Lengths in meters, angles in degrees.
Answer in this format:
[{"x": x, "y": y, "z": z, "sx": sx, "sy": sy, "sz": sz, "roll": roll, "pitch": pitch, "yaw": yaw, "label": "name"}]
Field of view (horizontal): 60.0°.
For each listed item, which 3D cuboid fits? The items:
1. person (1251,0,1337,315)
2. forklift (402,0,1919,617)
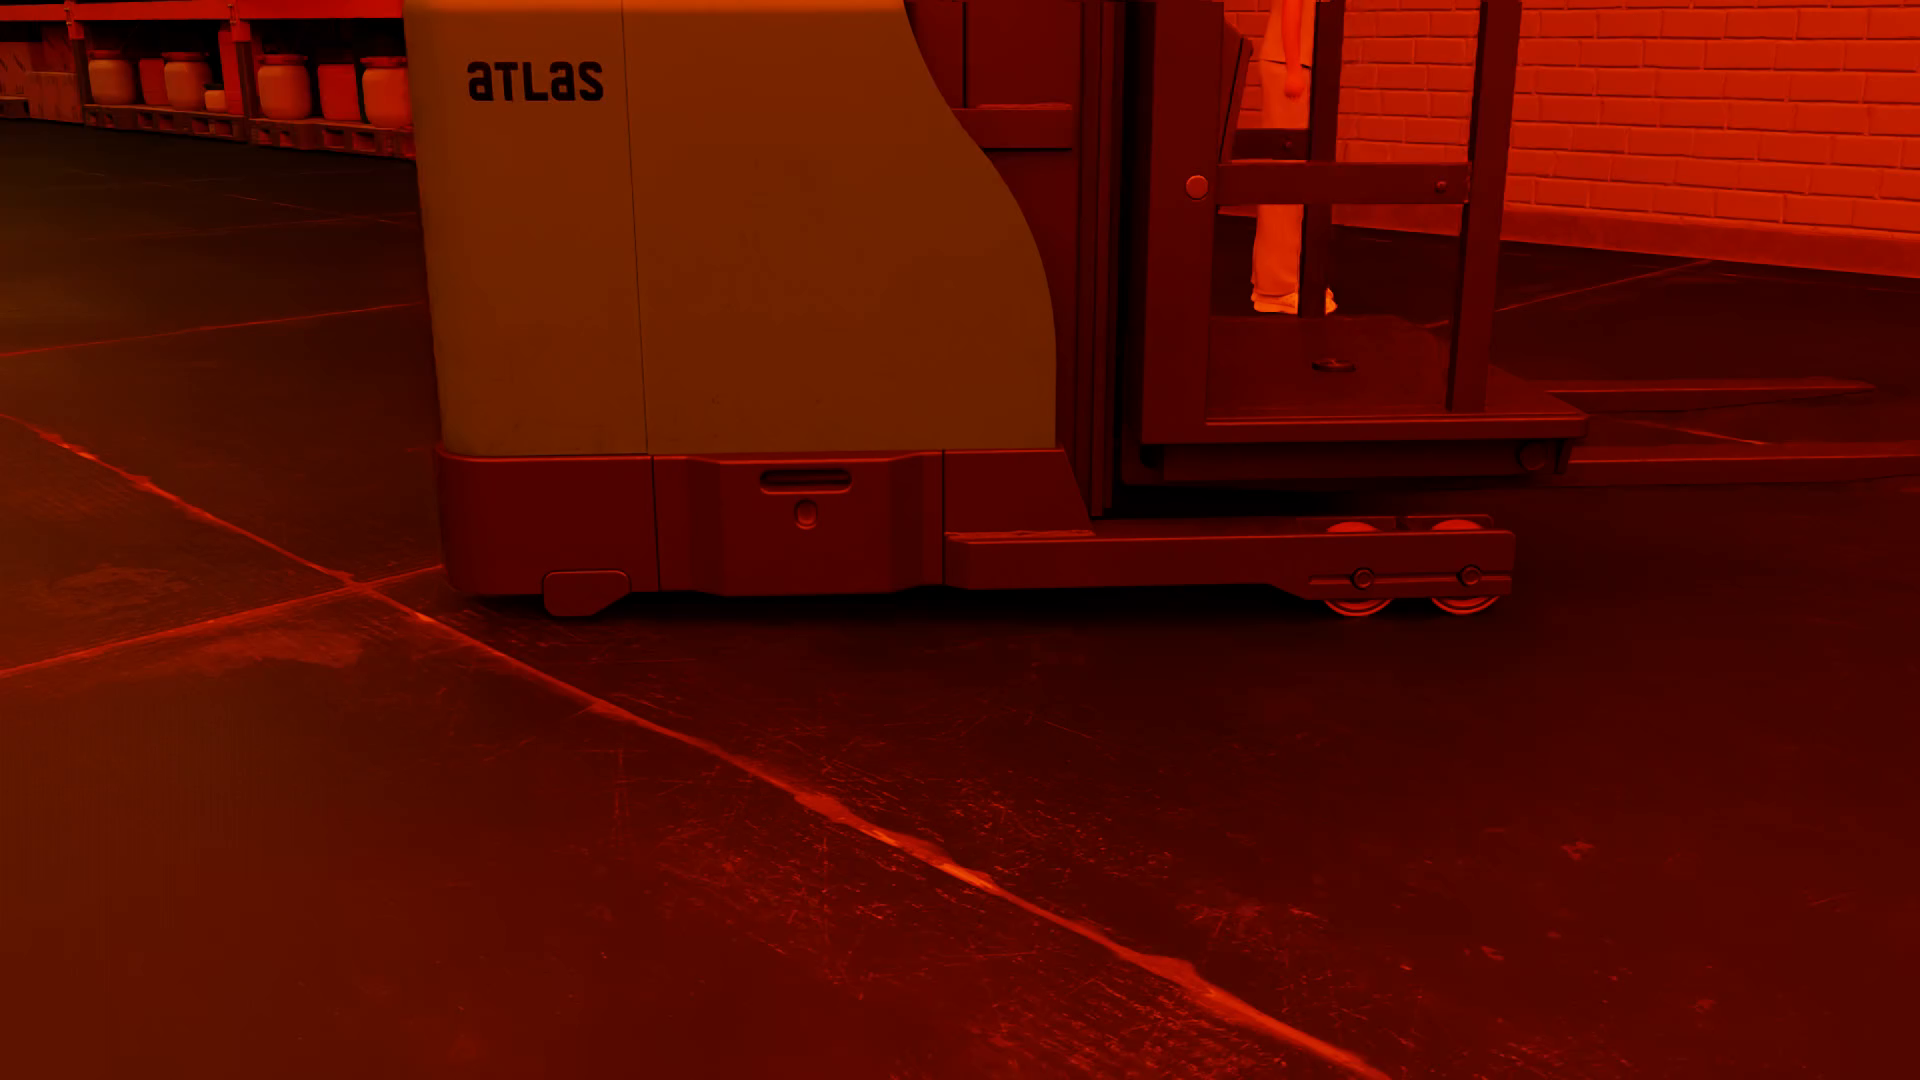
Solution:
[{"x": 1.216, "y": -1.669, "z": 5.974, "sx": 0.379, "sy": 1.671, "sz": 0.436, "roll": 4, "pitch": 18, "yaw": 12, "label": "person"}, {"x": 0.580, "y": -1.419, "z": 3.024, "sx": 3.031, "sy": 2.935, "sz": 1.130, "roll": -1, "pitch": 17, "yaw": -4, "label": "forklift"}]
